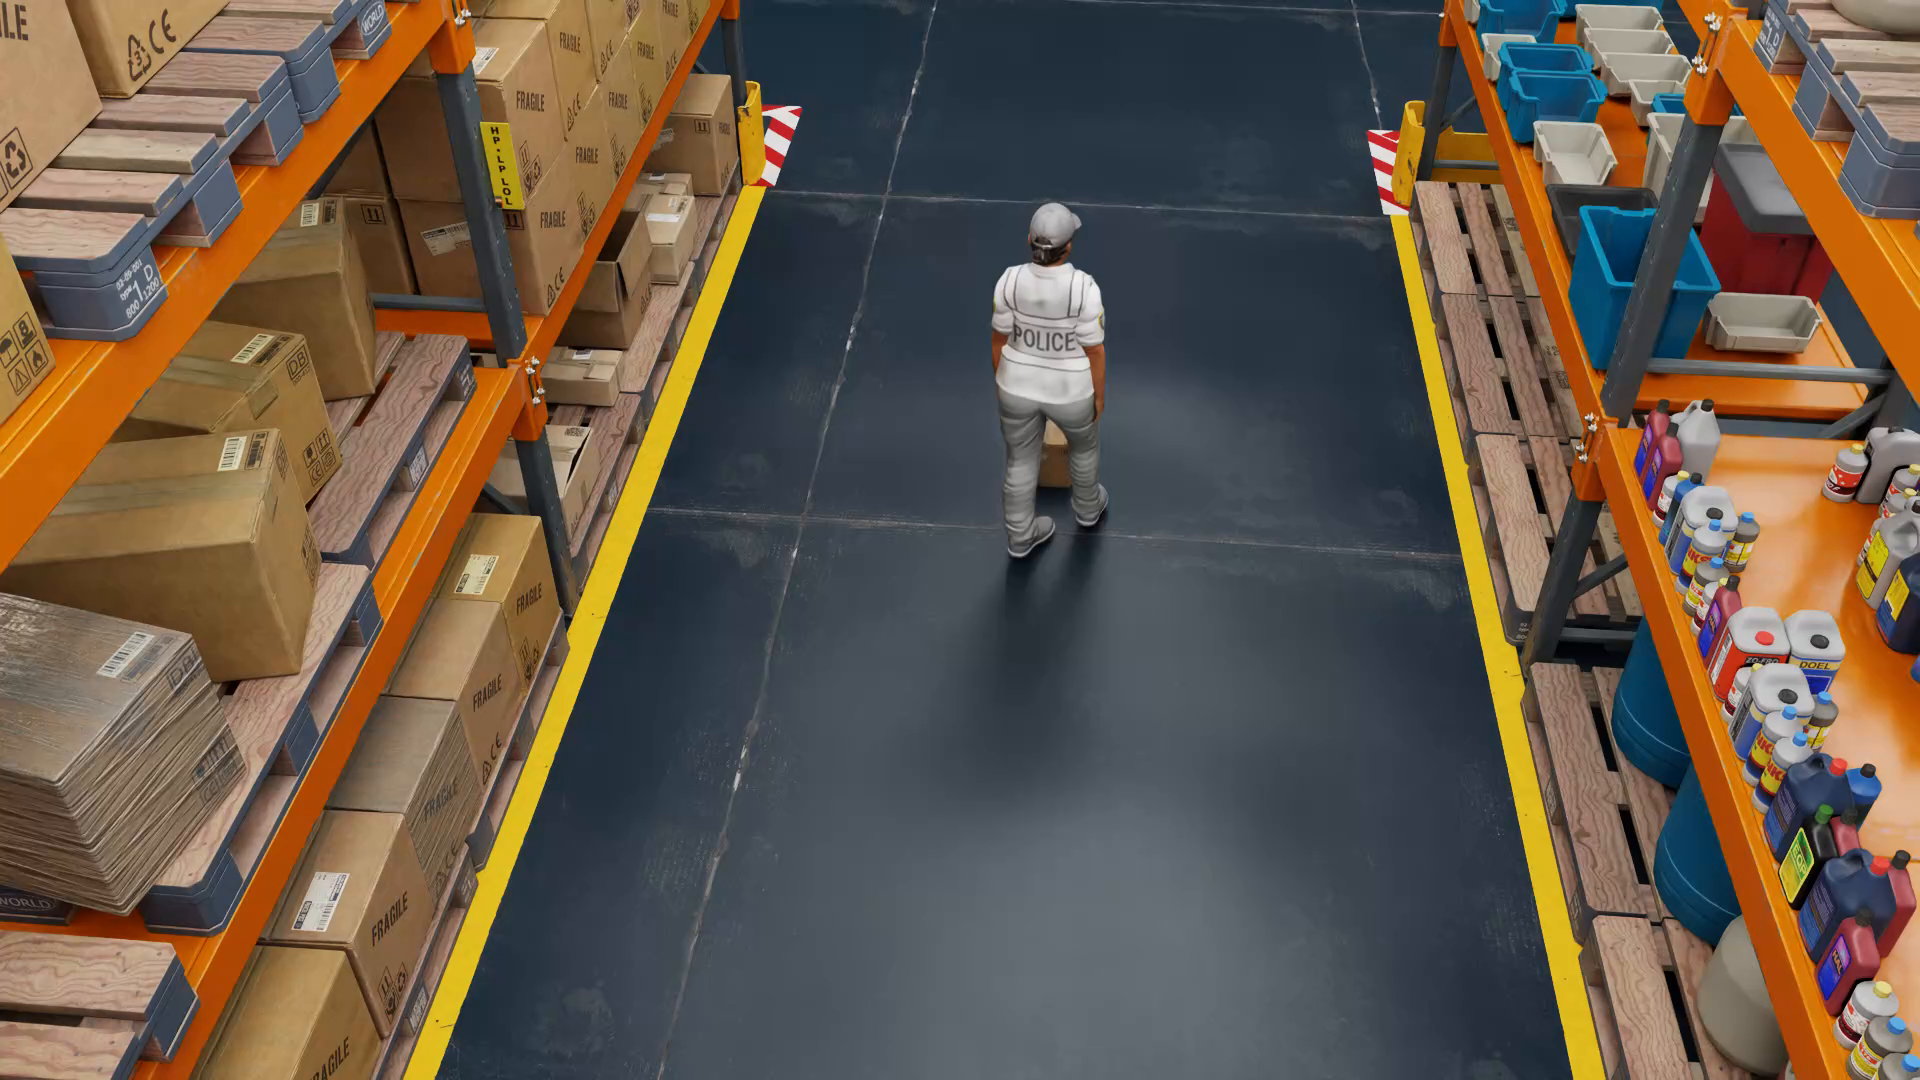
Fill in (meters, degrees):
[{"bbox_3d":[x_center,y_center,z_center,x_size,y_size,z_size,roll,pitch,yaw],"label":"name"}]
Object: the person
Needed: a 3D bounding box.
[{"bbox_3d":[0.394,-0.707,6.983,0.481,1.656,0.592,10,41,11],"label":"person"}]
